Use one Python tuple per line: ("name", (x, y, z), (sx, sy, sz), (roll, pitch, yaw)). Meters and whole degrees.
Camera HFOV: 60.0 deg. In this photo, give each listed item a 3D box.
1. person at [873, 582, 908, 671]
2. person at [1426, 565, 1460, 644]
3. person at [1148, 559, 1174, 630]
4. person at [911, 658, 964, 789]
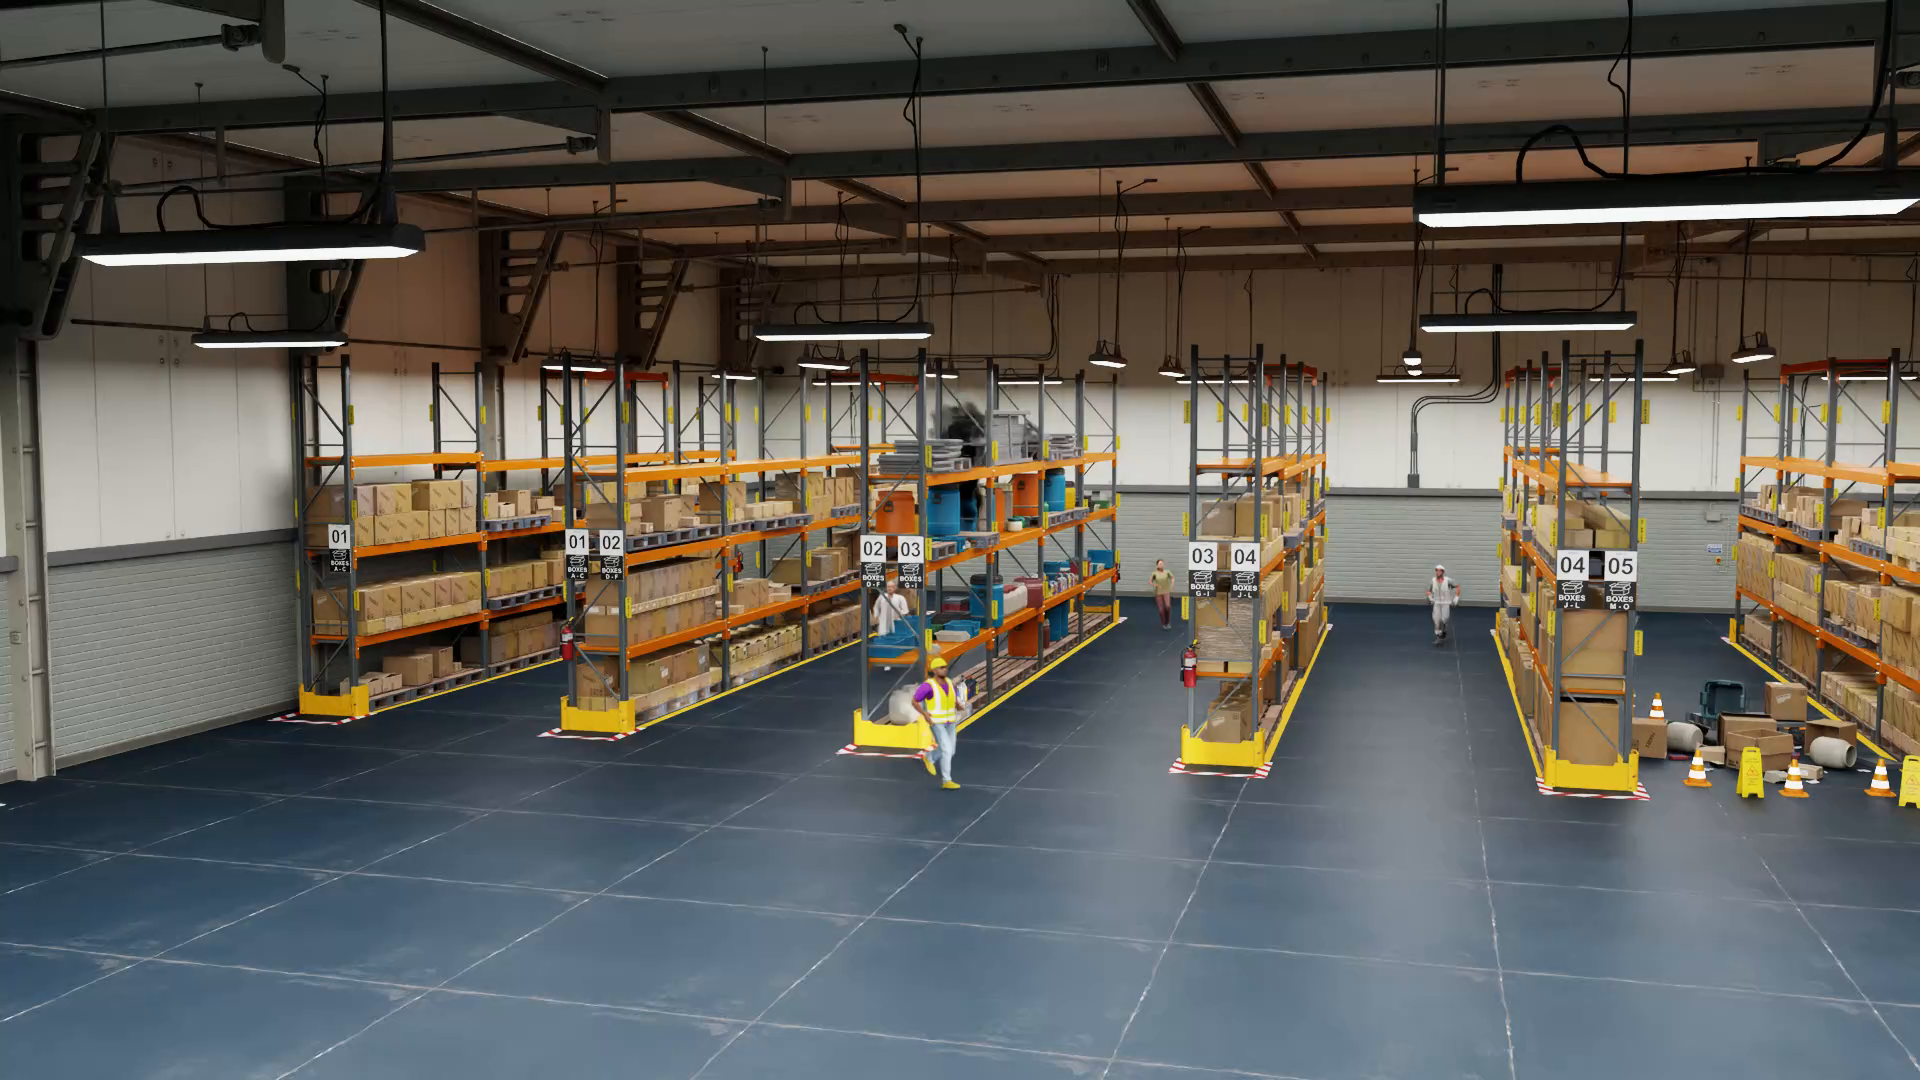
("person", (-1.374, 1.685, 32.674), (0.715, 1.735, 0.826), (0, 4, 7))
("person", (10.475, 1.416, 36.186), (0.693, 1.737, 0.698), (2, 5, 29))
("person", (4.695, 1.275, 38.745), (0.607, 1.657, 0.591), (0, 4, 4))
("person", (-0.278, 2.455, 22.432), (0.714, 1.738, 0.838), (-4, 6, -42))
